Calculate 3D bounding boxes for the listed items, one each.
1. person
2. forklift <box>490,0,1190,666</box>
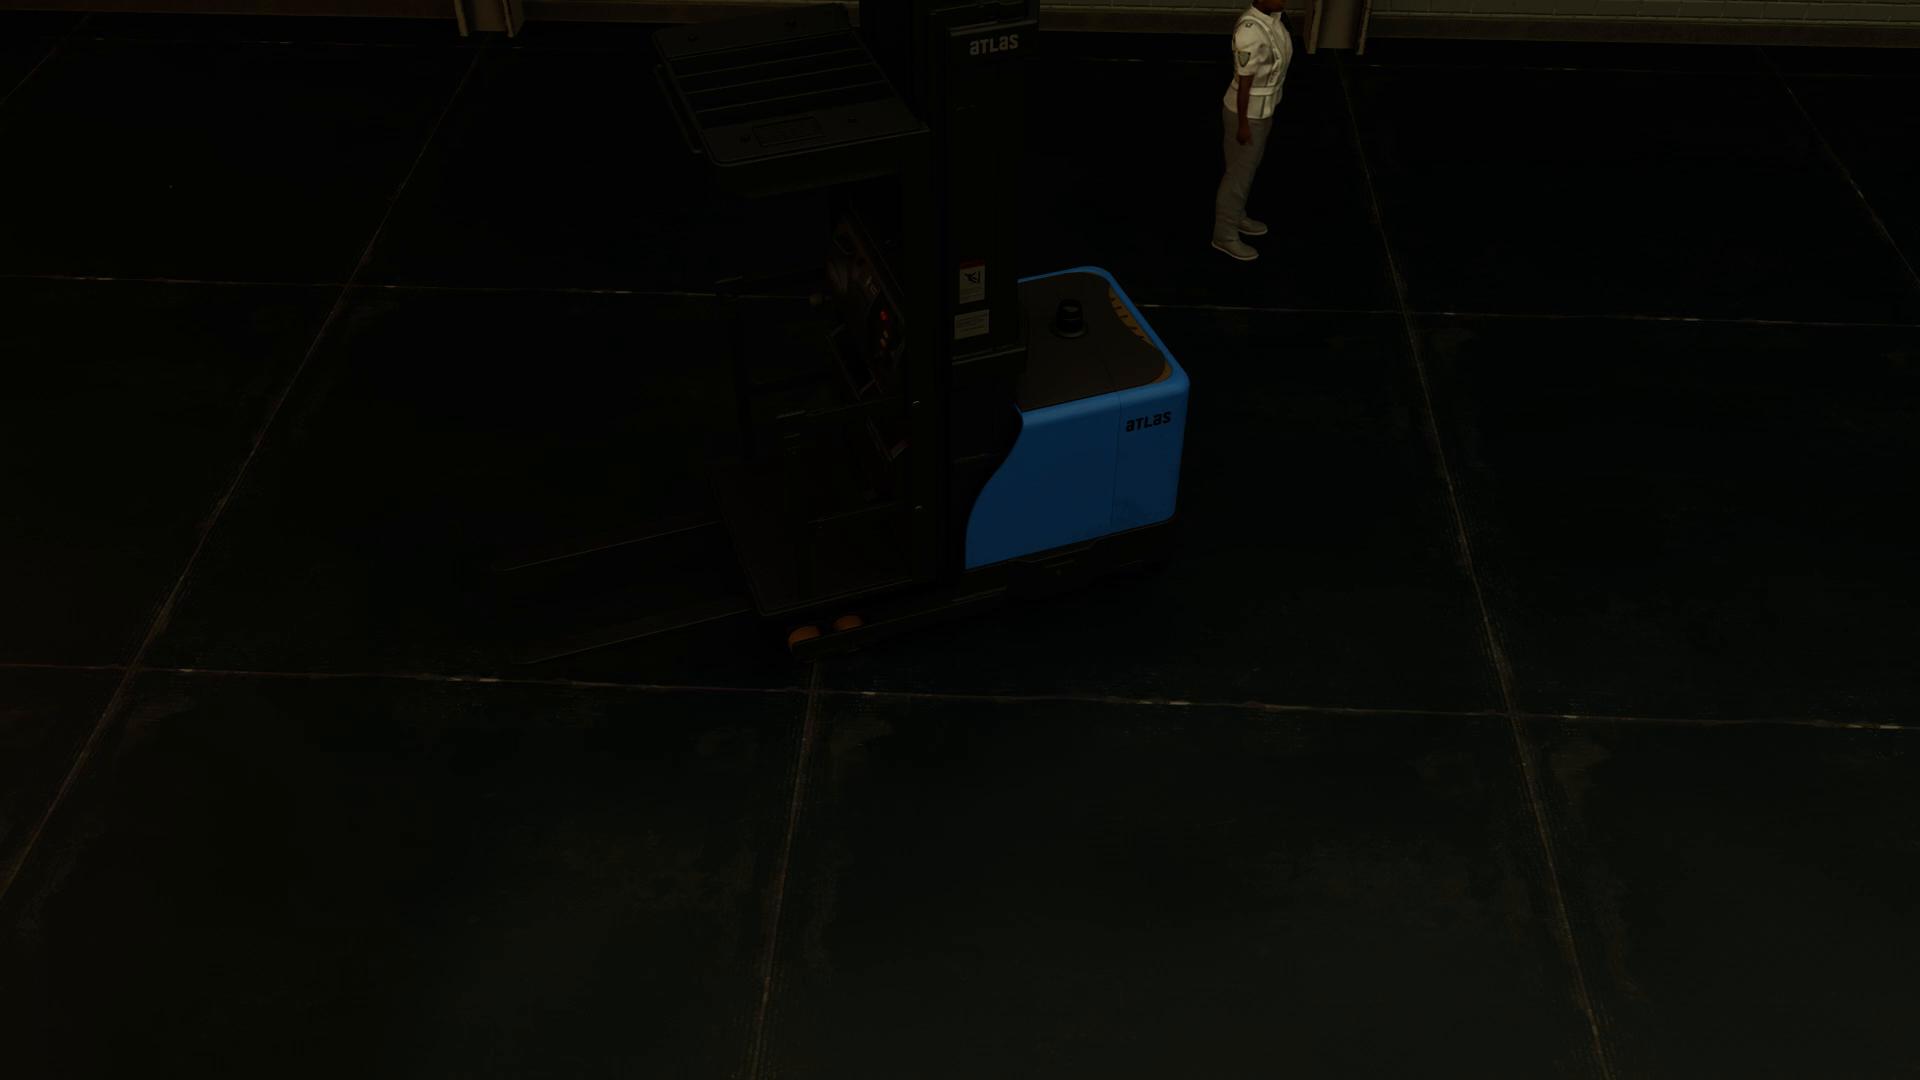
[{"bbox_3d":[1.644,-2.409,9.305,0.341,1.693,0.446,15,45,16],"label":"person"},{"bbox_3d":[-0.573,-0.945,6.778,3.031,2.935,1.130,-13,44,-14],"label":"forklift"}]
